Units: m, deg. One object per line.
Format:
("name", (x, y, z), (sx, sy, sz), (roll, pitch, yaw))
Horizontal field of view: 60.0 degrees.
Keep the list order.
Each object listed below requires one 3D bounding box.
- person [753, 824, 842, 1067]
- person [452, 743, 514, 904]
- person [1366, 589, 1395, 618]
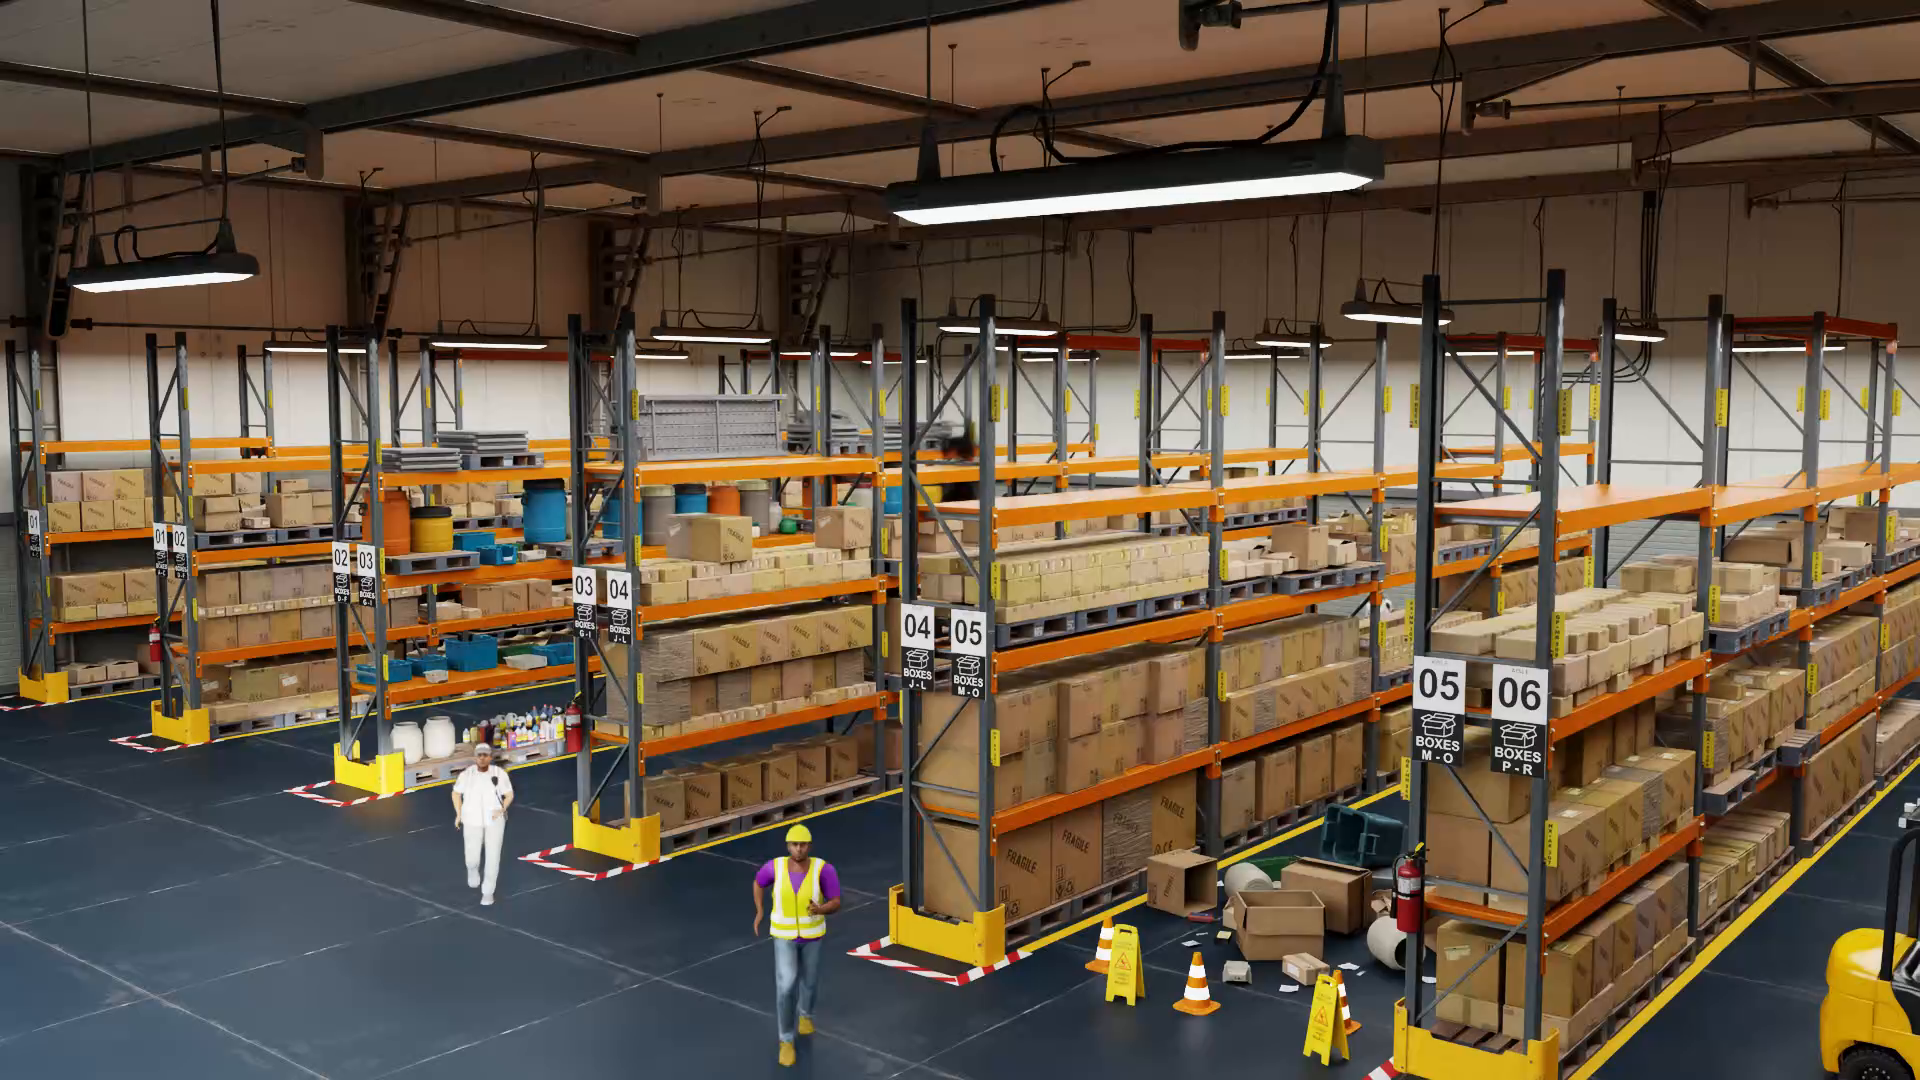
("person", (-1.264, 3.121, 12.978), (0.673, 1.832, 0.773), (-1, 5, -9))
("person", (-4.811, 2.857, 16.786), (0.610, 1.627, 0.550), (-1, 5, -15))
("person", (7.754, 1.624, 30.481), (0.650, 1.612, 0.530), (0, 5, -5))
